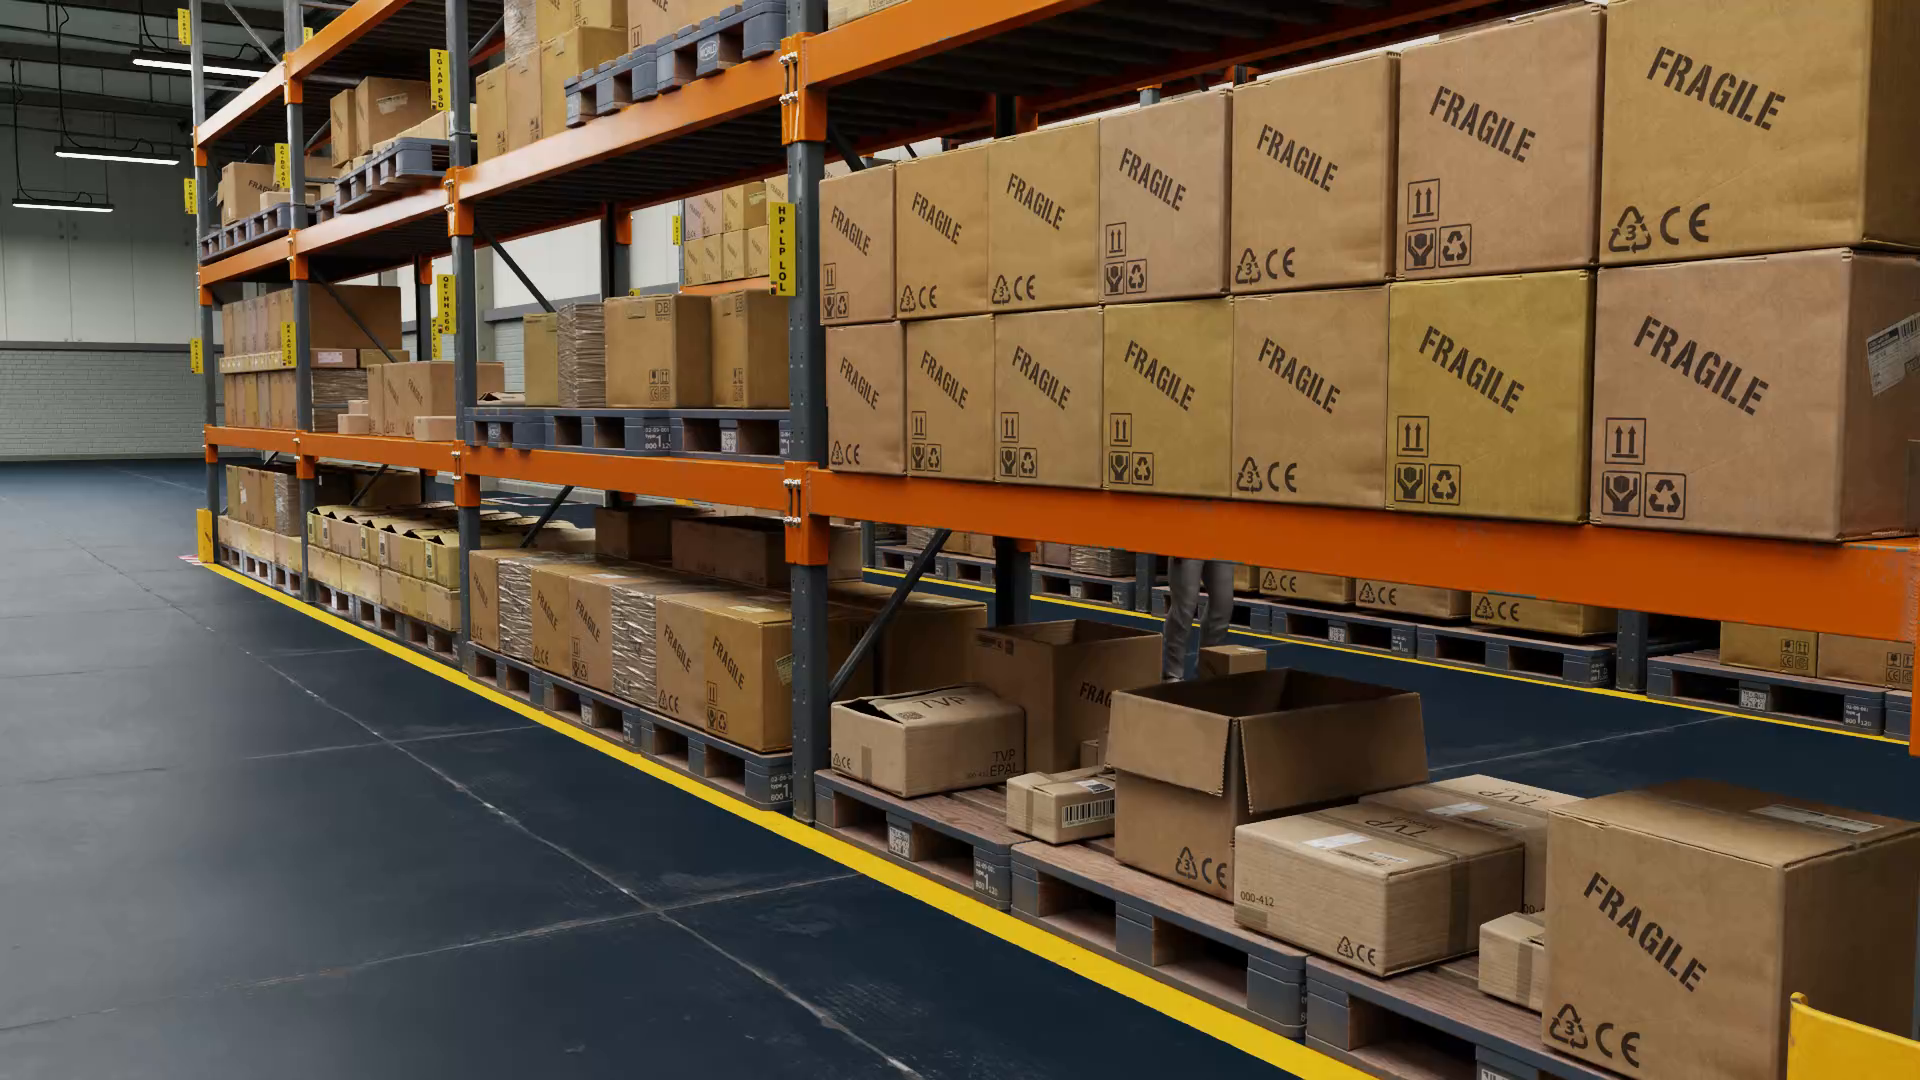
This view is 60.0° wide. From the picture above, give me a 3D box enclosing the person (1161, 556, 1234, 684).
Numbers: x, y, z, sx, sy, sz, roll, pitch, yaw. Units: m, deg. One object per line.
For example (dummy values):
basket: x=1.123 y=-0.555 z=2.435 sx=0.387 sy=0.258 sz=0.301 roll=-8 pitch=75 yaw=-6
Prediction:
person: x=1.287 y=-0.021 z=8.834 sx=0.509 sy=1.658 sz=0.397 roll=-3 pitch=6 yaw=-34
